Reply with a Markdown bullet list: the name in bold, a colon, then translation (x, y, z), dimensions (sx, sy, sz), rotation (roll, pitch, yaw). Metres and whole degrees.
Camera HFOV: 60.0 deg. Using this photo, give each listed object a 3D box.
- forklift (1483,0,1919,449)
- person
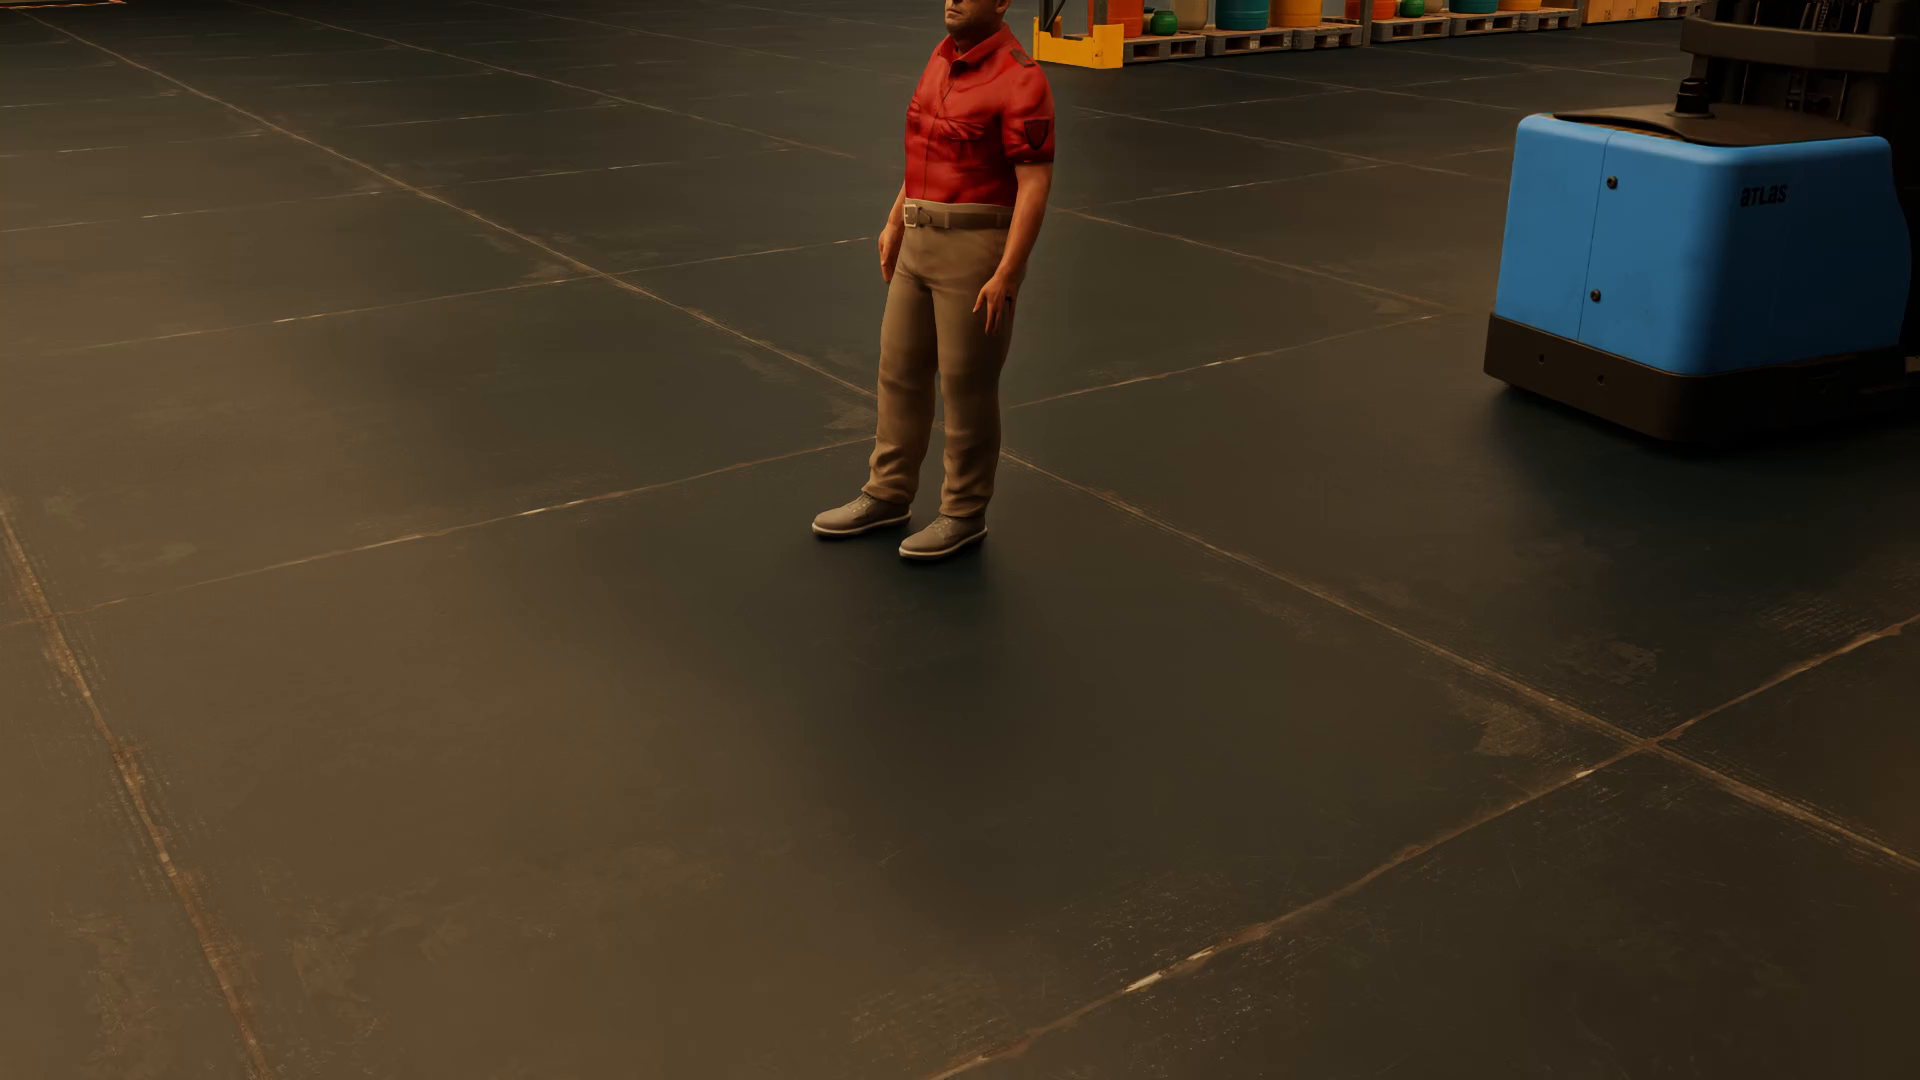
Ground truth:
- **forklift**: translation (3.646, -2.033, 6.277), dimensions (3.031, 2.935, 1.130), rotation (-10, 24, -23)
- **person**: translation (-0.080, -0.792, 4.797), dimensions (0.551, 1.727, 0.640), rotation (-15, 26, -32)
